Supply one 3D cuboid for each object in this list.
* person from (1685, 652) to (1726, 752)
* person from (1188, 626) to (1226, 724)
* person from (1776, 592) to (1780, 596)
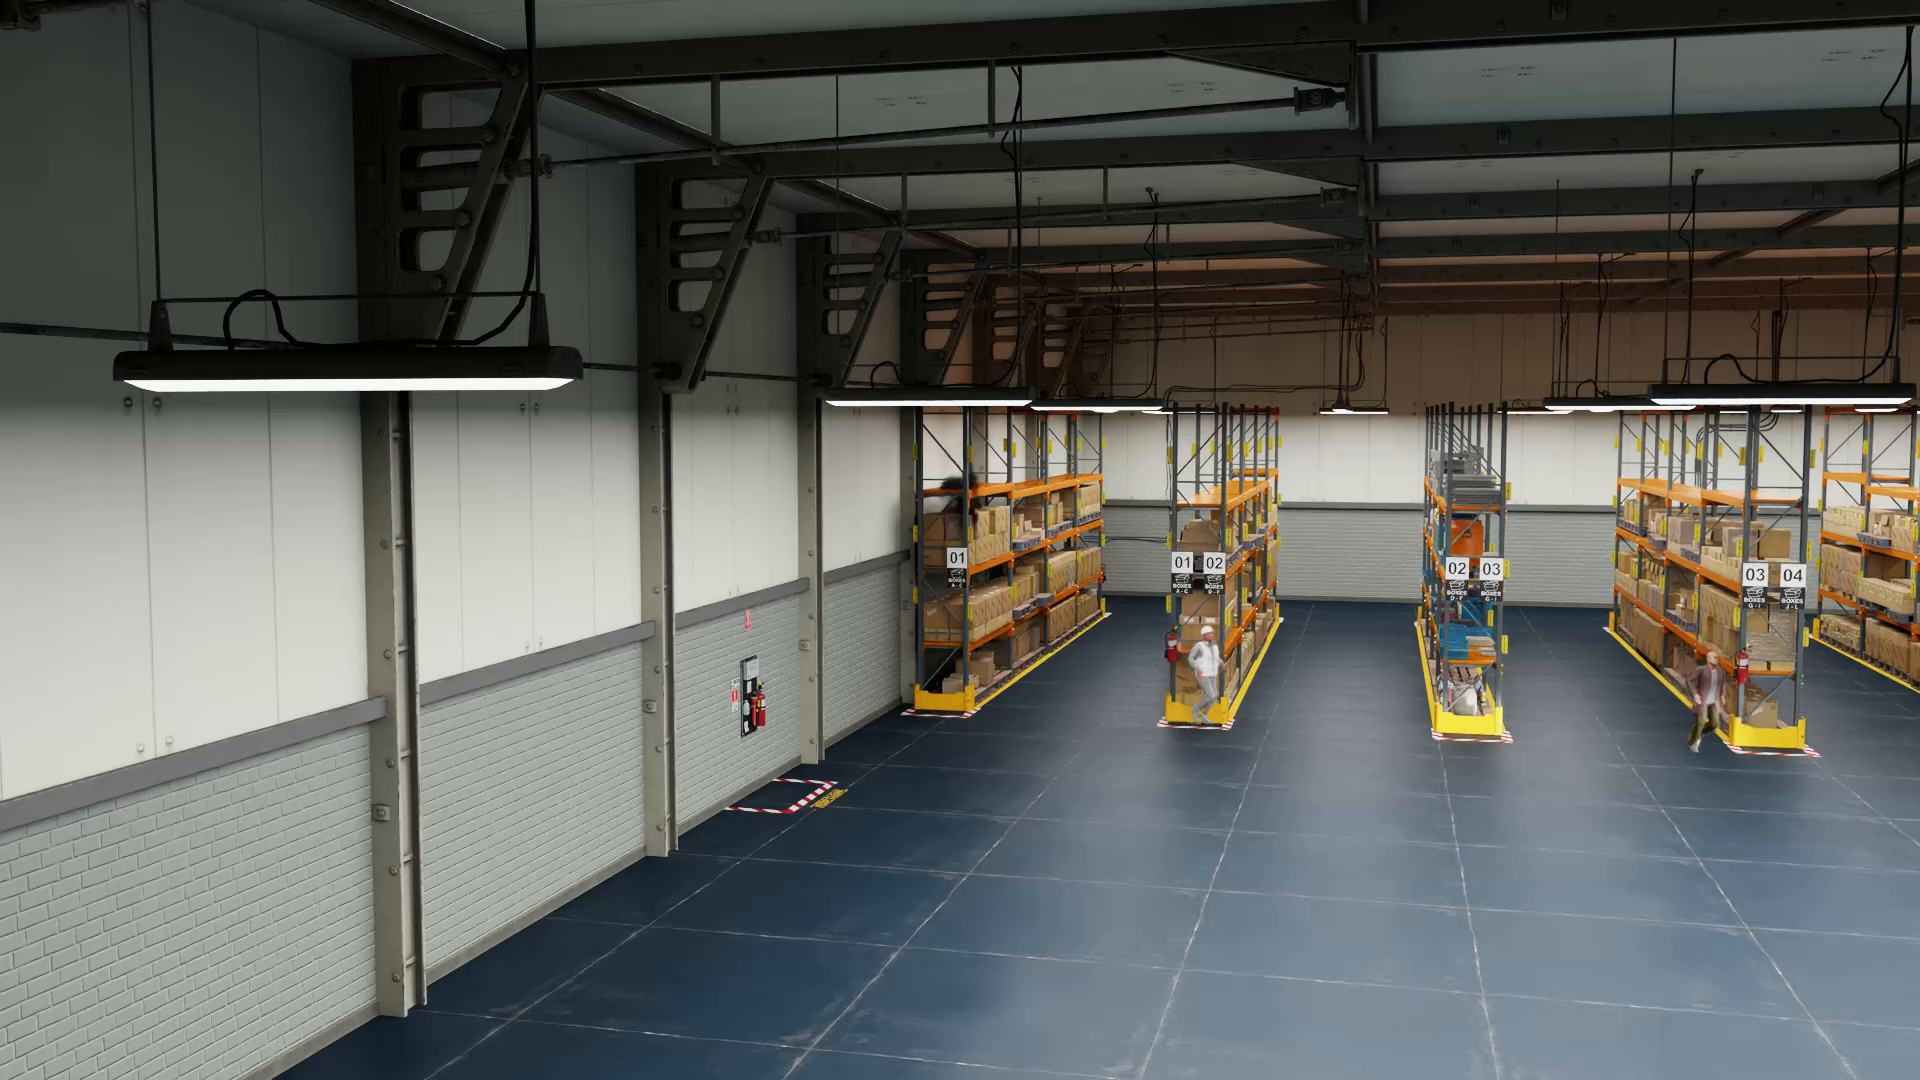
[{"bbox_3d":[12.825,2.767,28.527,0.765,1.715,0.578,0,4,-3],"label":"person"},{"bbox_3d":[4.415,2.392,29.472,0.651,1.748,0.570,-3,5,-37],"label":"person"},{"bbox_3d":[22.008,1.673,44.278,0.787,1.659,0.723,-1,4,-11],"label":"person"}]
